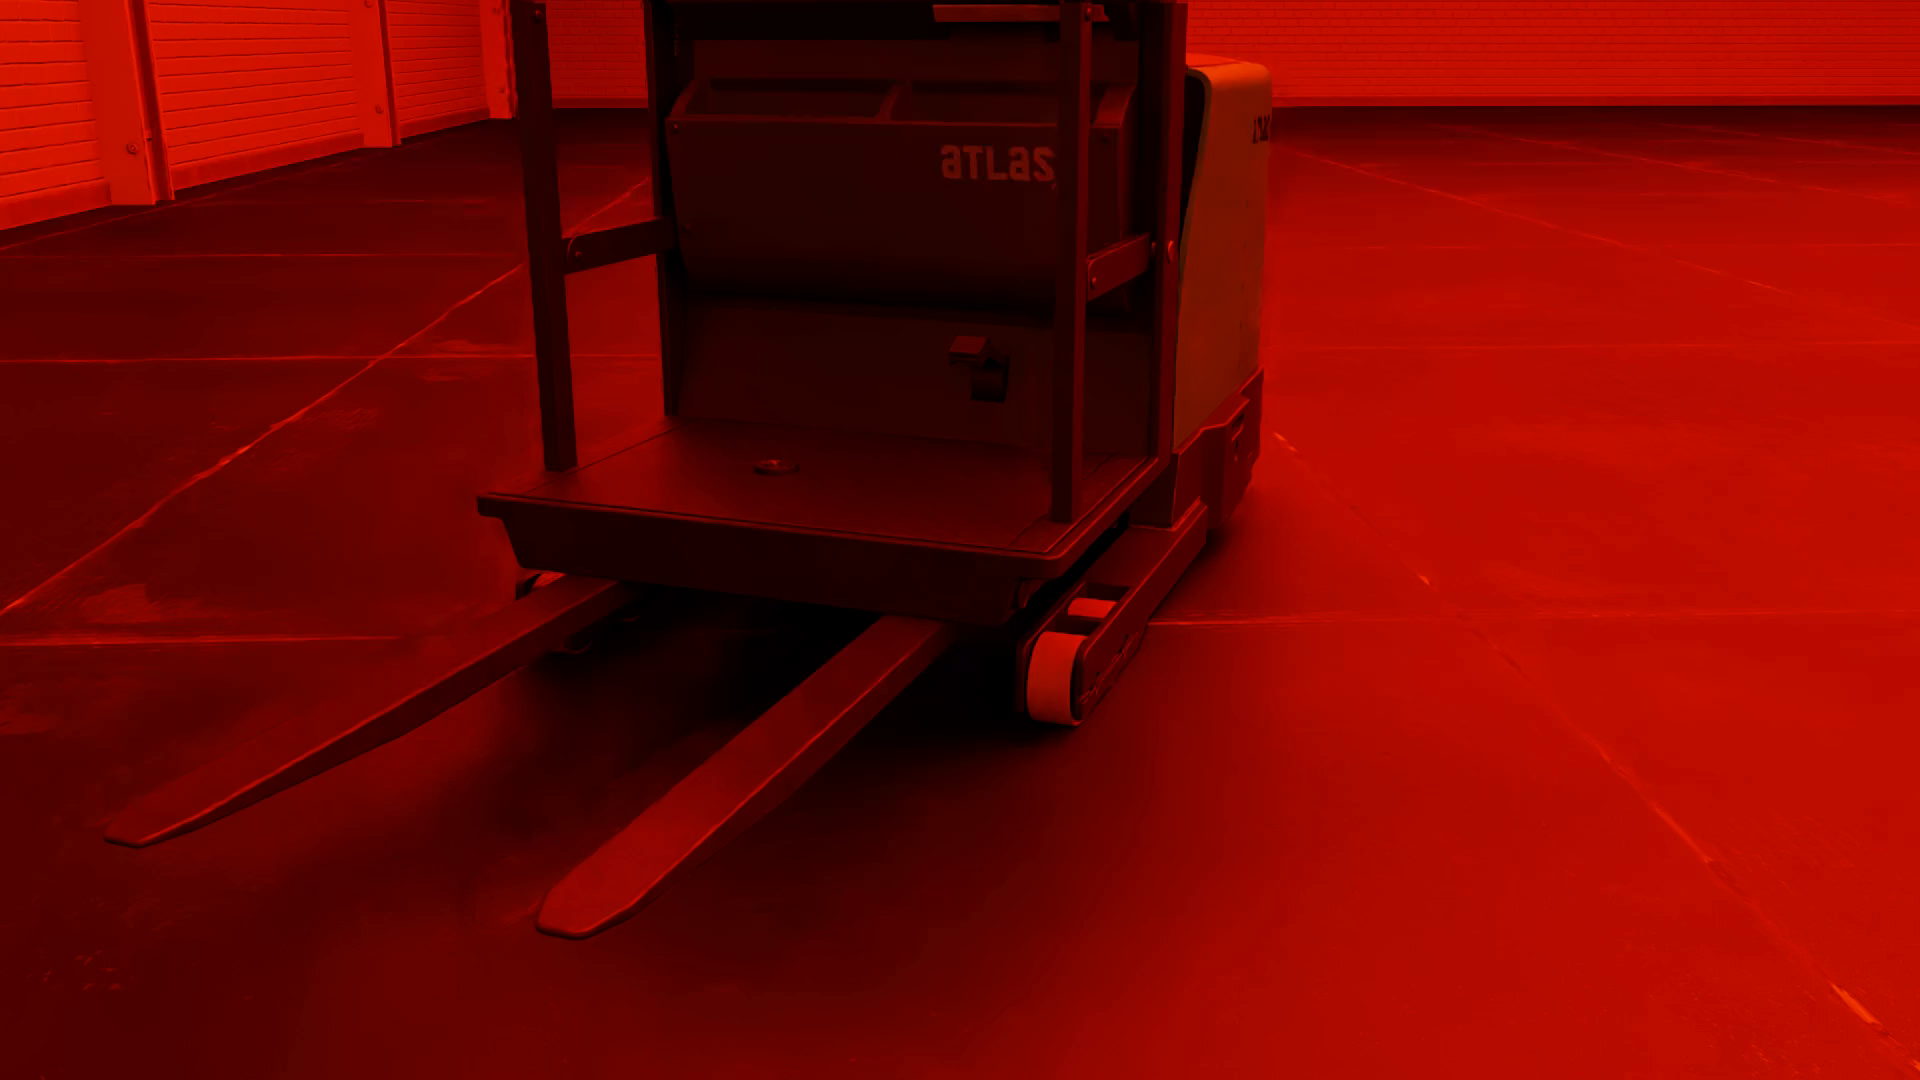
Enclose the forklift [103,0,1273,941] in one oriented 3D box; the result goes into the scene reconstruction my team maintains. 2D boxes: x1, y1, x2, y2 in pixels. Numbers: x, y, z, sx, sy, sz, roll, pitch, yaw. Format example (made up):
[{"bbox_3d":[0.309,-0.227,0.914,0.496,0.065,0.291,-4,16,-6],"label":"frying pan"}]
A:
[{"bbox_3d":[-0.195,-1.214,2.878,1.130,2.935,3.031,6,18,19],"label":"forklift"}]
